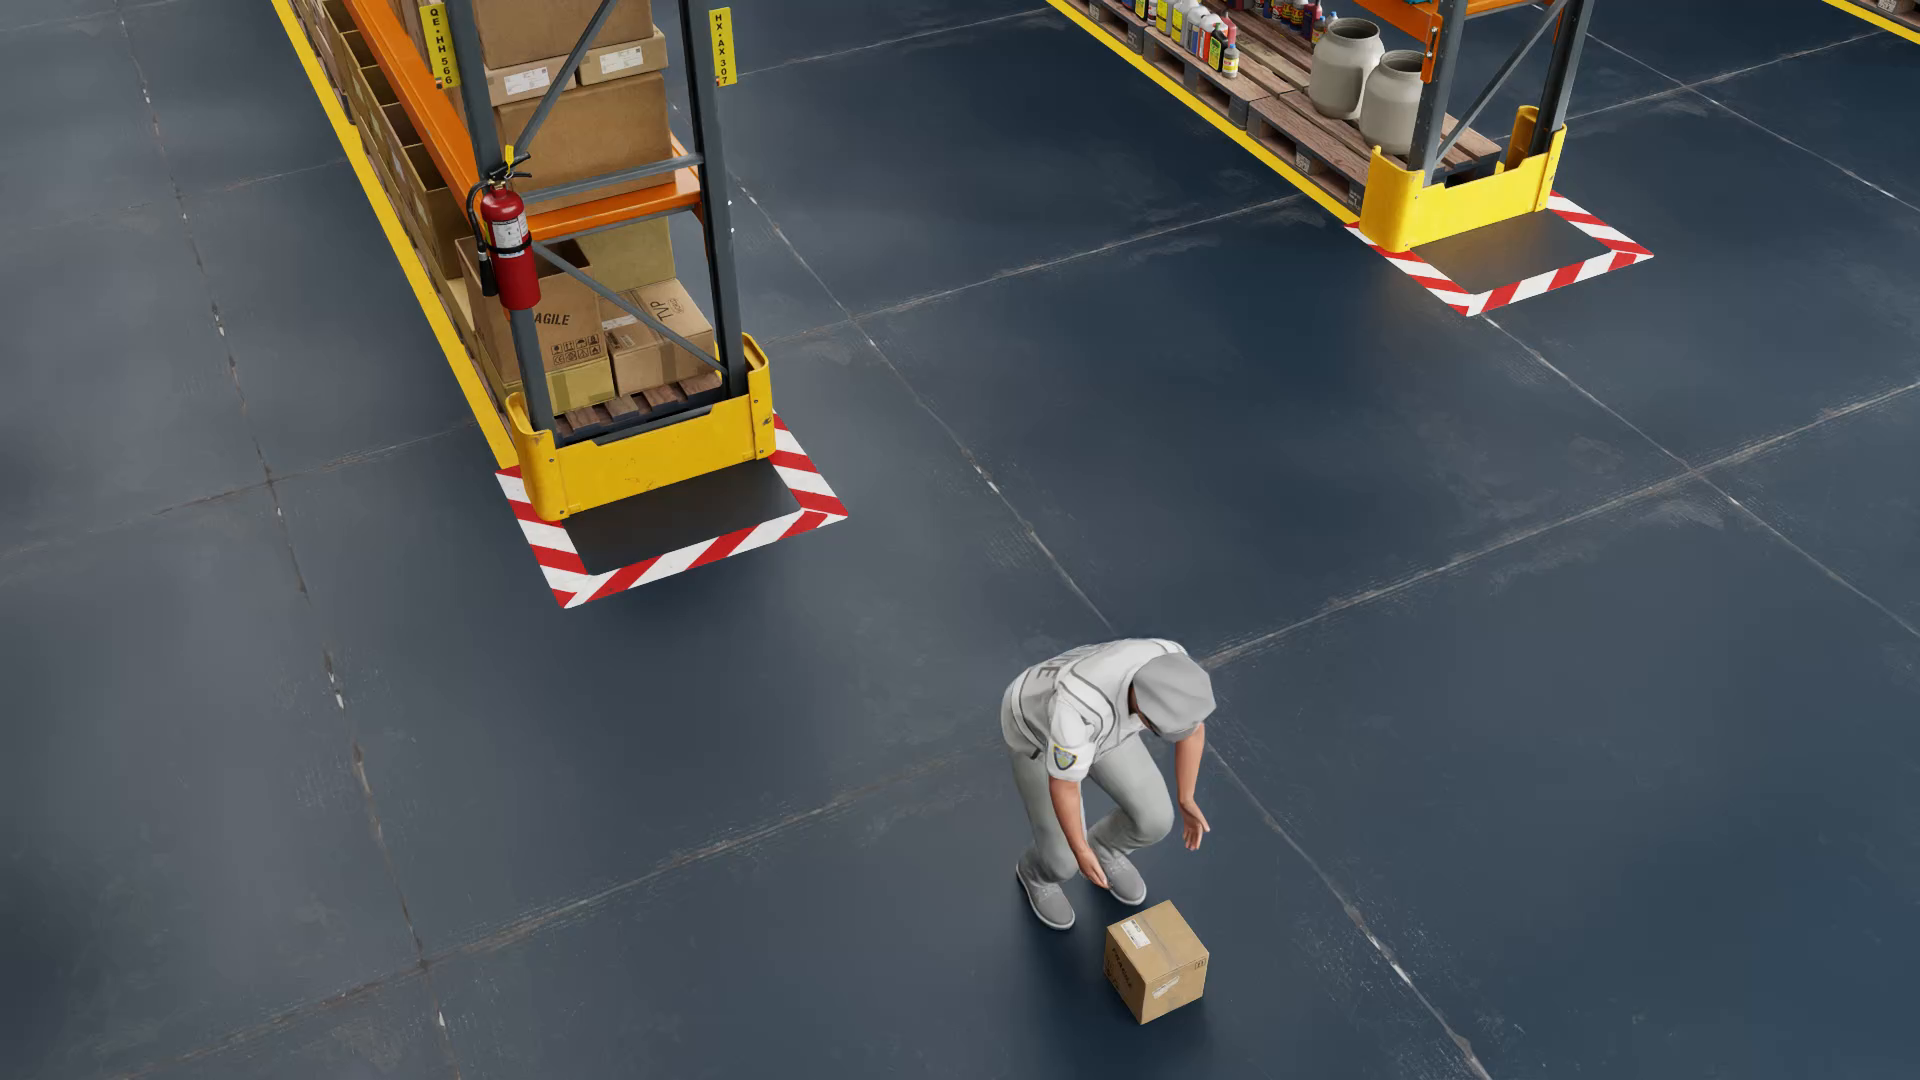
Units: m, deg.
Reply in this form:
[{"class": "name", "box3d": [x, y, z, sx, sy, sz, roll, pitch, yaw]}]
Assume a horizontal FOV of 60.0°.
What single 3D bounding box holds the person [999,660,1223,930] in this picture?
[{"class": "person", "box3d": [0.507, 0.813, 5.595, 0.583, 1.262, 0.879, -19, 44, -20]}]
